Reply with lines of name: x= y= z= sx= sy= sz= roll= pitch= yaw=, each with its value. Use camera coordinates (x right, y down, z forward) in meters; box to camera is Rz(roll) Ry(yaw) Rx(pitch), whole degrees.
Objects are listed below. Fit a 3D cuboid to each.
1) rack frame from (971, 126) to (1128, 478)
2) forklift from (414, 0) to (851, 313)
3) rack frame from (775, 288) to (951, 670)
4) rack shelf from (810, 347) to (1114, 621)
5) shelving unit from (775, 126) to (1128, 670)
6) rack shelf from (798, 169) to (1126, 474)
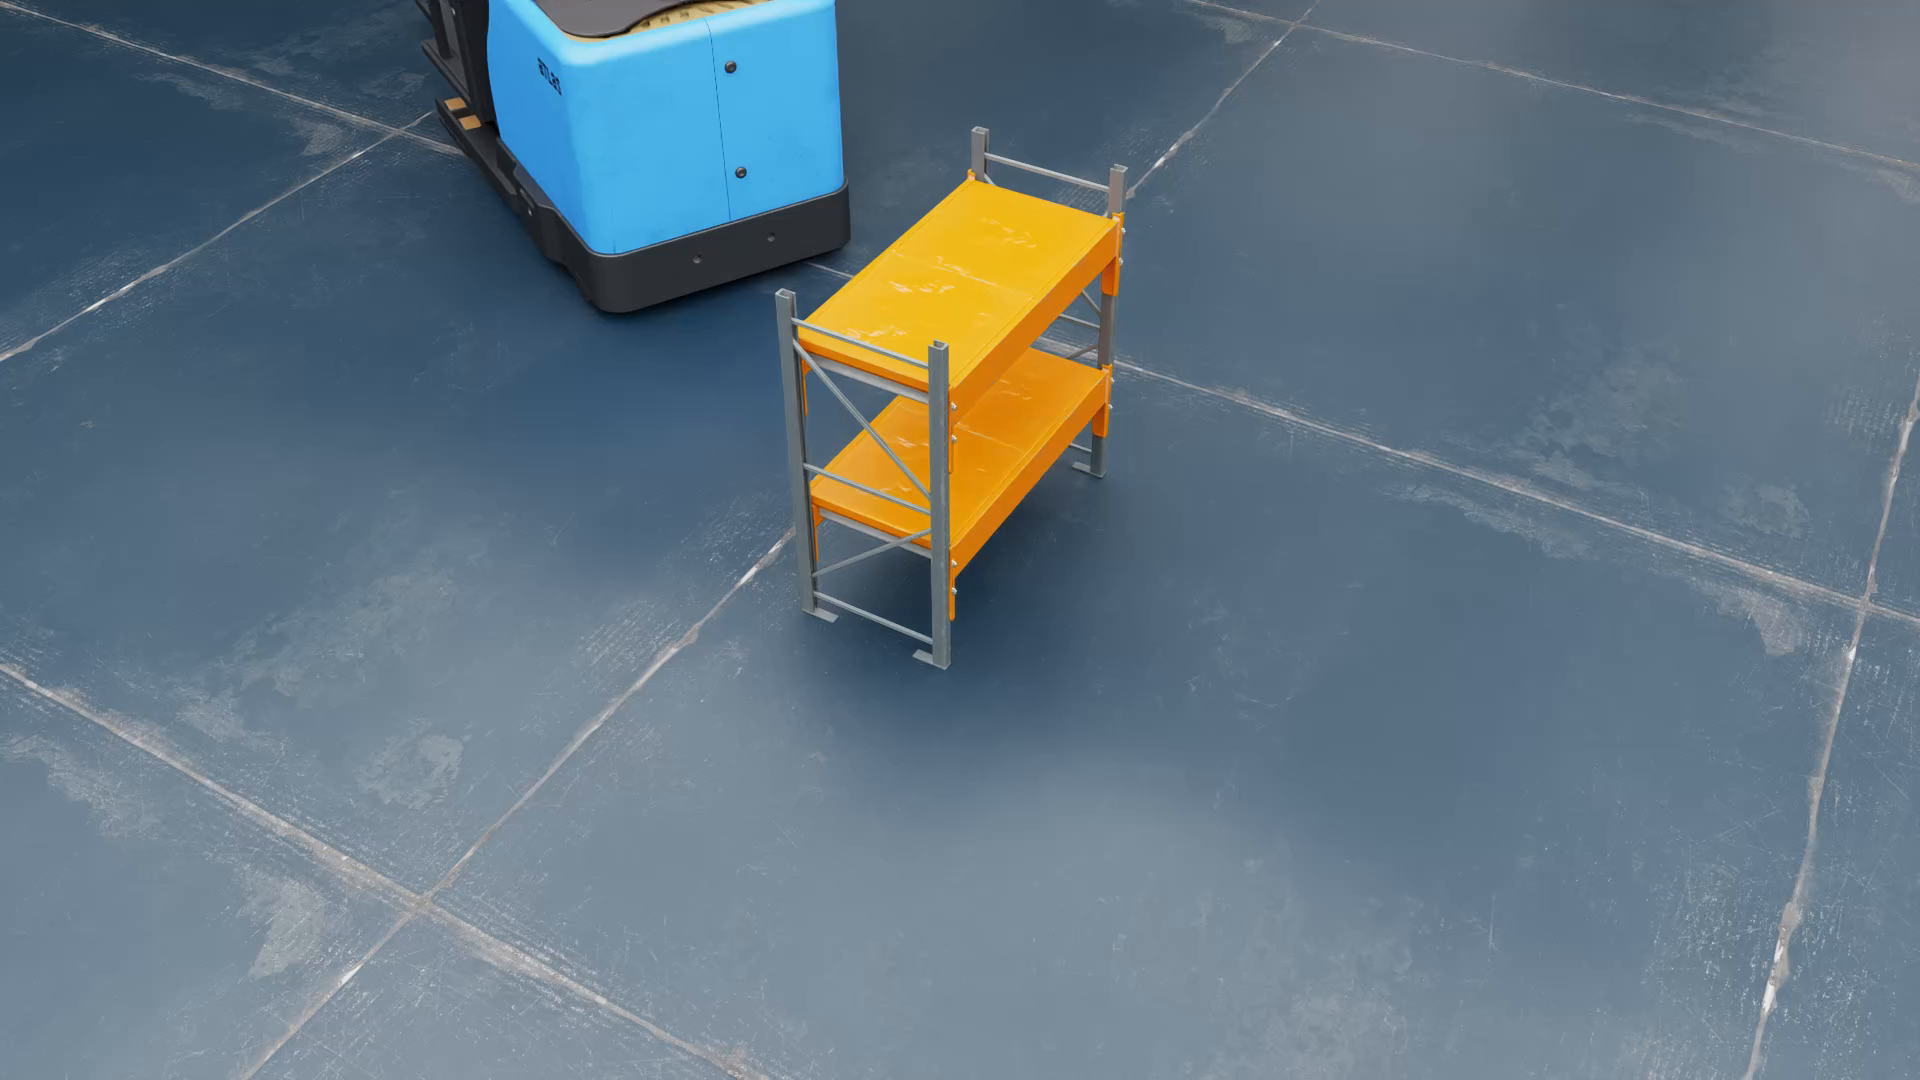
rack frame: x=0.258 y=-0.717 z=5.213 sx=0.500 sy=1.125 sz=0.032 roll=21 pitch=45 yaw=22
forklift: x=-1.612 y=-2.887 z=6.310 sx=1.130 sy=2.935 sz=3.031 roll=-22 pitch=46 yaw=-23
rack frame: x=-0.251 y=-0.135 z=4.552 sx=0.500 sy=1.125 sz=0.032 roll=21 pitch=45 yaw=22
rack shelf: x=0.003 y=-0.243 z=5.044 sx=0.538 sy=0.278 sz=1.000 roll=21 pitch=45 yaw=22
shelving unit: x=0.003 y=-0.426 z=4.883 sx=0.538 sy=1.125 sz=1.048 roll=21 pitch=45 yaw=22
rack shelf: x=0.003 y=-0.646 z=4.689 sx=0.538 sy=0.278 sz=1.000 roll=21 pitch=45 yaw=22
